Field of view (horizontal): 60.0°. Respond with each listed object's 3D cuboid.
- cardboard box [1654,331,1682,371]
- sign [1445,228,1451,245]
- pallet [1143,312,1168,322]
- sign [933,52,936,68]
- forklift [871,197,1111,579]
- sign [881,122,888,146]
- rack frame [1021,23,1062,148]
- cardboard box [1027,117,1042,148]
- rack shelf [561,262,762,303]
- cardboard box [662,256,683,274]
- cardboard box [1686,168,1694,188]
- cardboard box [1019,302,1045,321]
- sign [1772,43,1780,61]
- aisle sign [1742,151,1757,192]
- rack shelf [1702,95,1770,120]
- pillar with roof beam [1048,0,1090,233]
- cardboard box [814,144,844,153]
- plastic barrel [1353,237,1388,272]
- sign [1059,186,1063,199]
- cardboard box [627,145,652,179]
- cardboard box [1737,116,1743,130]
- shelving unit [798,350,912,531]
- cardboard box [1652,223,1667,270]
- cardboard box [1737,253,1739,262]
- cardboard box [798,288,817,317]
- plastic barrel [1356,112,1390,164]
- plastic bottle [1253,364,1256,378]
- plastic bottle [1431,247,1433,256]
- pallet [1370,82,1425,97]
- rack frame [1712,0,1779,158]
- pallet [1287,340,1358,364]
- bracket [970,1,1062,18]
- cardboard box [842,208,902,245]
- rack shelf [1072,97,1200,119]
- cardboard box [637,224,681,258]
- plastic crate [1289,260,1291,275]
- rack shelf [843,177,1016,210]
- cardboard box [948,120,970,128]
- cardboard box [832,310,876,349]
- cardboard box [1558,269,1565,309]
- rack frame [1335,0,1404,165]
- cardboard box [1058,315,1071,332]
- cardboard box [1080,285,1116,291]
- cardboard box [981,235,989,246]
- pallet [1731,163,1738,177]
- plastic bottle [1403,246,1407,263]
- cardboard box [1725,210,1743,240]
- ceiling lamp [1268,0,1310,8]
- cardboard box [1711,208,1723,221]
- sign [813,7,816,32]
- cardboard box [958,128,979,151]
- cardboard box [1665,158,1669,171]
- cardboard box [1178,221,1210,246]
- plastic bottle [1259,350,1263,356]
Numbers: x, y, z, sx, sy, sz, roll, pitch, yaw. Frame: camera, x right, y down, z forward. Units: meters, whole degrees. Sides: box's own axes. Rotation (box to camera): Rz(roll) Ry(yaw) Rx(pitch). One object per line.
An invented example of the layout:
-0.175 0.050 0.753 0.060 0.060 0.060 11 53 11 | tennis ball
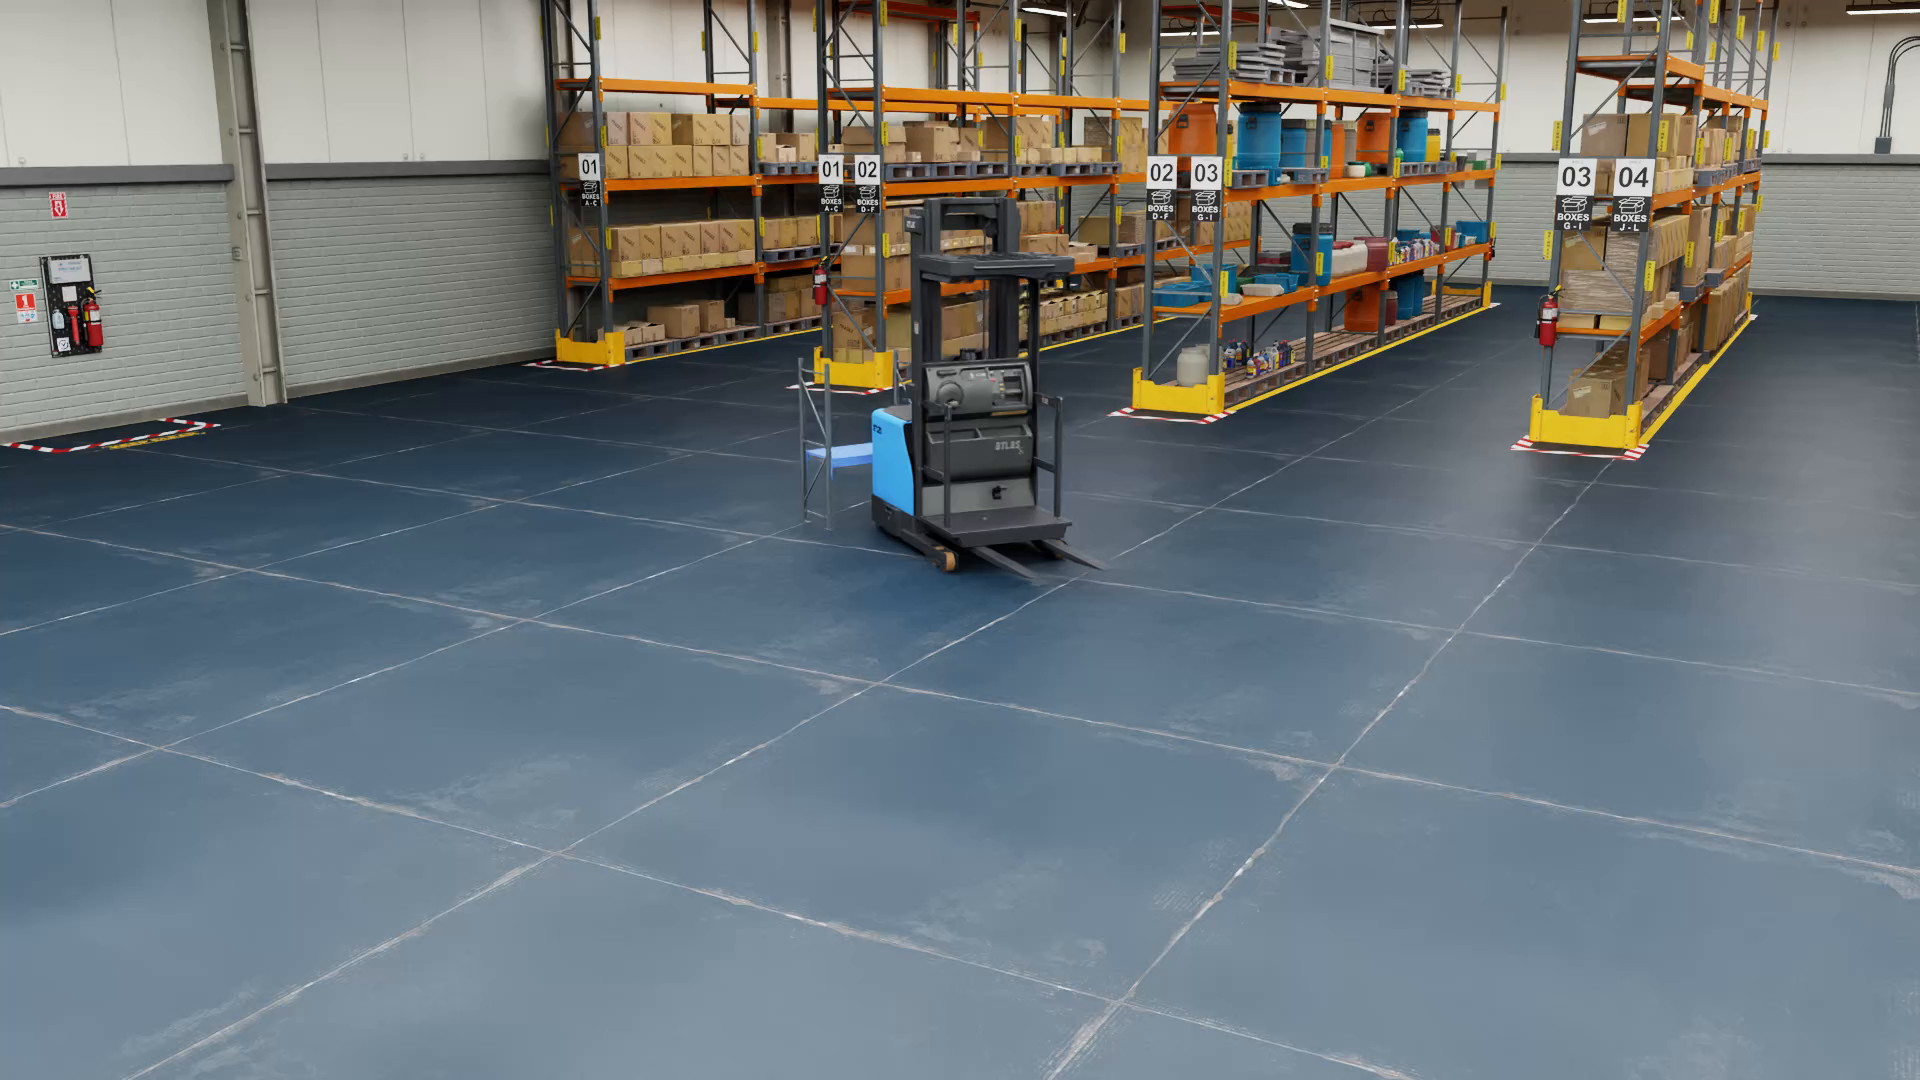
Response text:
9.926 -2.720 23.812 0.700 0.500 0.500 6 15 23 | cardboard box
9.106 -5.662 31.028 0.100 0.325 0.005 7 15 28 | sign
3.342 -4.374 32.226 1.003 0.211 1.213 7 15 28 | pallet
-0.522 -10.228 35.427 0.100 0.325 0.005 7 15 28 | sign
0.247 -1.279 13.584 1.130 2.935 3.031 -6 15 -22 | forklift
-1.028 -5.547 22.710 0.100 0.325 0.005 7 15 28 | sign
1.886 -10.450 38.677 1.000 3.000 0.127 7 15 28 | rack frame
1.011 -6.706 27.374 0.500 0.500 0.500 9 16 33 | cardboard box
-4.882 -4.311 27.550 1.077 0.370 4.000 7 15 28 | rack shelf
-4.845 -4.463 26.925 0.500 0.250 0.500 7 15 27 | cardboard box
9.101 -4.650 21.340 0.500 0.250 0.500 8 16 30 | cardboard box
1.088 -3.809 27.709 0.500 0.311 0.500 7 15 27 | cardboard box
15.362 -9.194 31.308 0.100 0.325 0.005 7 15 28 | sign
15.192 -7.094 32.012 0.394 0.787 0.004 7 15 28 | aisle sign
13.927 -7.811 30.123 1.077 0.370 4.000 7 15 28 | rack shelf
6.203 -10.614 39.358 9.100 9.000 0.548 7 15 28 | pillar with roof beam
-2.531 -7.287 31.702 0.500 0.500 0.500 7 15 28 | cardboard box
6.732 -4.706 27.363 0.600 0.536 0.708 7 15 28 | plastic barrel
2.354 -8.147 38.950 0.100 0.325 0.005 7 15 28 | sign
-5.177 -5.913 26.006 0.500 0.500 0.500 9 16 32 | cardboard box
13.909 -7.560 30.170 0.500 0.250 0.500 7 15 26 | cardboard box
-0.879 -0.927 15.179 1.048 1.500 0.538 -9 16 -34 | shelving unit
7.912 -3.430 19.379 0.500 0.500 0.500 7 15 28 | cardboard box
13.522 -4.984 29.341 0.380 0.149 0.250 7 15 26 | cardboard box
-3.086 -4.435 30.922 0.700 0.500 0.500 8 15 29 | cardboard box
6.968 -6.757 27.947 0.600 0.830 0.708 7 15 28 | plastic barrel
4.023 -2.339 22.869 0.097 0.201 0.097 0 14 0 | plastic bottle
8.685 -5.349 30.745 0.097 0.201 0.097 0 14 0 | plastic bottle
7.067 -7.544 27.882 1.213 0.211 1.003 7 15 28 | pallet
14.894 -8.766 31.693 1.000 3.000 0.127 7 15 28 | rack frame
5.692 -3.010 26.568 1.003 0.211 1.213 7 15 28 | pallet
1.290 -12.194 38.232 0.076 0.066 4.783 7 15 28 | bracket
-1.248 -4.474 23.712 0.700 0.500 0.500 7 15 28 | cardboard box
3.324 -8.114 31.377 1.077 0.370 4.000 7 15 28 | rack shelf
-4.852 -4.821 26.809 0.500 0.500 0.500 7 15 26 | cardboard box
5.018 -4.202 25.599 0.392 0.384 0.575 7 15 28 | plastic crate
-0.544 -5.209 24.874 1.077 0.370 4.000 7 15 28 | rack shelf
0.086 -8.885 36.197 0.500 0.500 0.500 7 15 28 | cardboard box
-1.512 -3.066 24.221 0.500 0.500 0.500 7 15 28 | cardboard box
7.586 -2.986 19.671 0.875 0.500 0.500 7 15 28 | cardboard box
6.691 -7.686 27.213 1.000 3.000 0.127 7 15 28 | rack frame
1.578 -3.748 28.652 0.500 0.250 0.500 8 16 29 | cardboard box
2.604 -4.548 31.395 0.500 0.500 0.500 8 16 30 | cardboard box
0.234 -4.690 25.990 0.380 0.149 0.250 7 15 26 | cardboard box
12.561 -6.200 27.860 0.805 0.209 1.217 7 15 26 | pallet
7.782 -4.997 29.108 0.061 0.283 0.133 7 15 28 | plastic bottle
13.416 -5.534 29.175 0.500 0.500 0.500 7 15 28 | cardboard box
6.251 -11.428 30.281 0.800 3.185 2.000 7 15 28 | ceiling lamp
12.030 -5.164 27.201 0.797 0.503 0.637 8 16 30 | cardboard box
-1.979 -7.163 22.884 0.100 0.325 0.005 7 15 28 | sign
-0.051 -6.216 26.110 0.500 0.500 0.500 9 16 33 | cardboard box
8.034 -4.381 19.377 0.380 0.149 0.250 7 15 28 | cardboard box
4.775 -6.274 33.945 0.500 0.500 0.500 8 16 30 | cardboard box
4.274 -2.551 23.570 0.061 0.283 0.133 7 15 28 | plastic bottle
